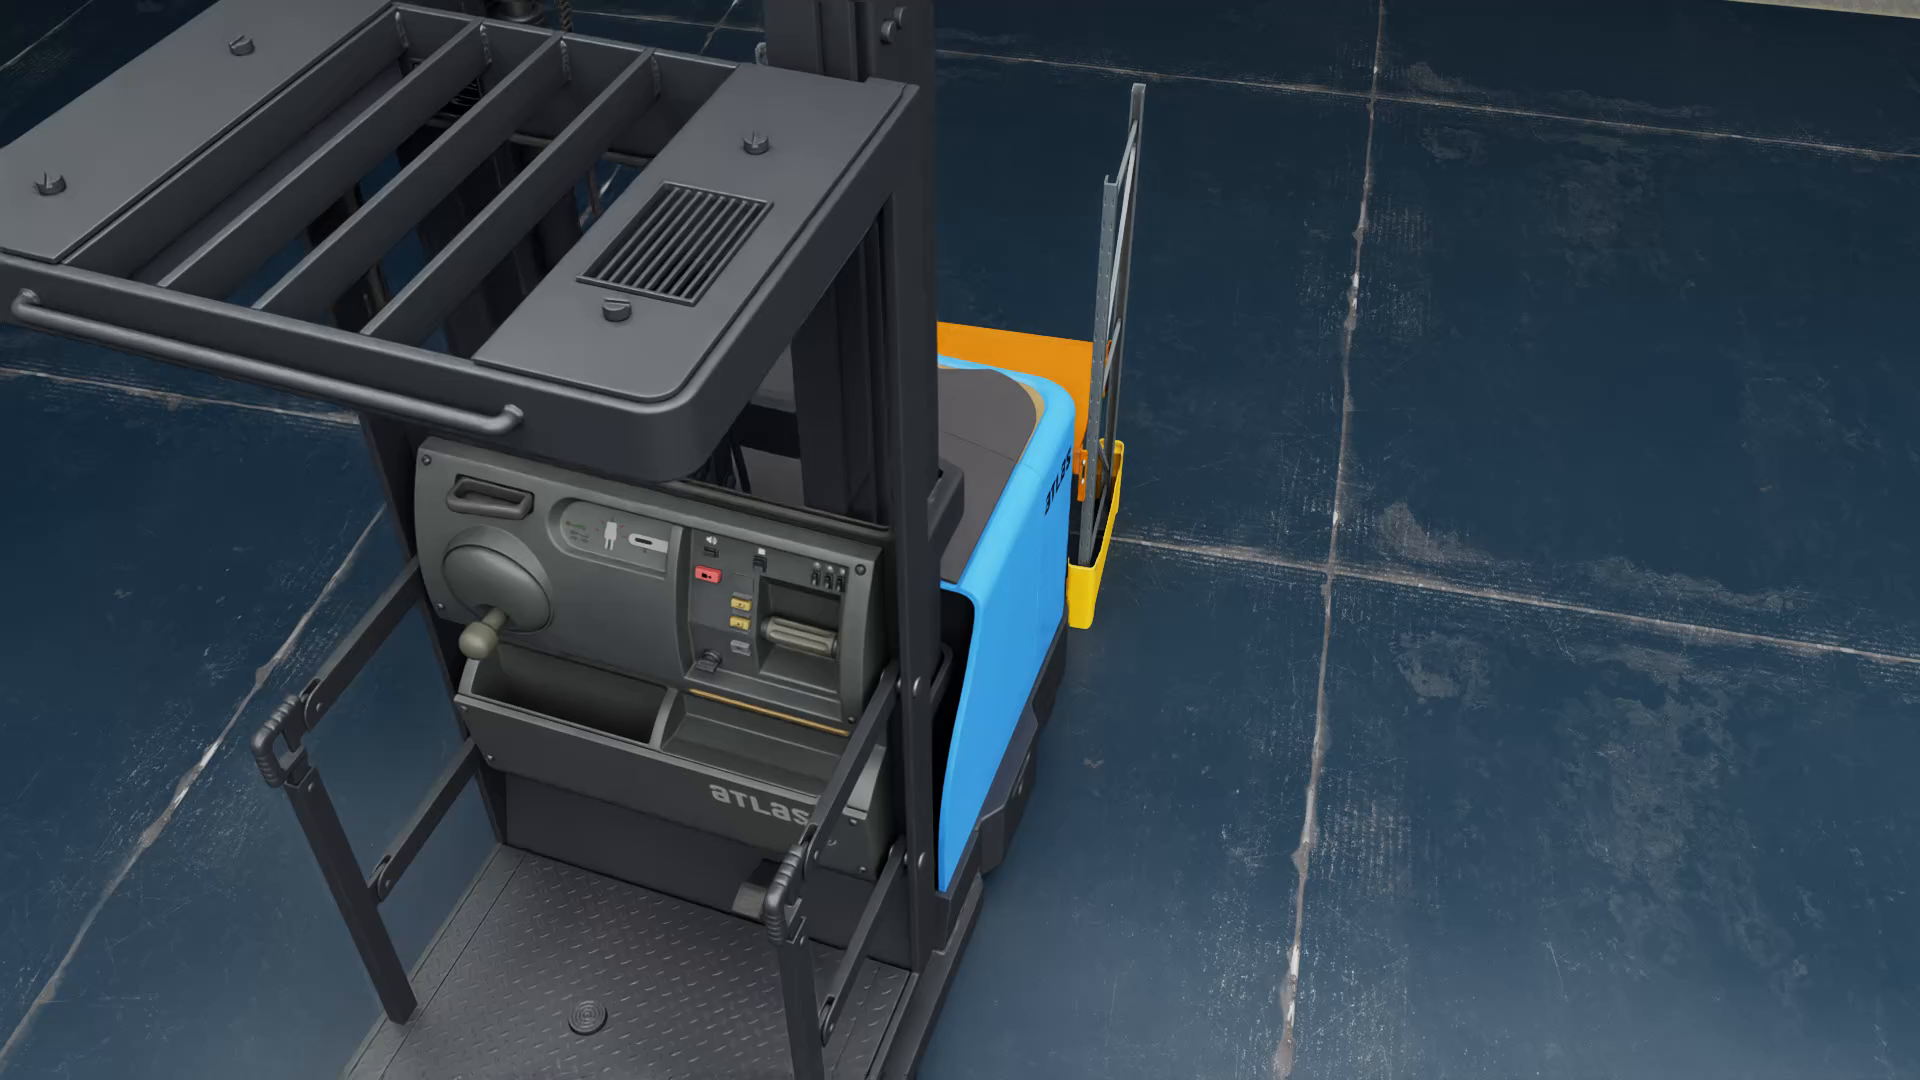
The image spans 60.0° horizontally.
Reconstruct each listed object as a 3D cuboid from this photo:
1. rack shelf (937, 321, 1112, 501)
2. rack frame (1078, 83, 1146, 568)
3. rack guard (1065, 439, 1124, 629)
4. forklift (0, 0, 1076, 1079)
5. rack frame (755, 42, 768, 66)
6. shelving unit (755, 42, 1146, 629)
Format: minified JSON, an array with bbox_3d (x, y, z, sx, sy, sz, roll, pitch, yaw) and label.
[{"bbox_3d":[-0.083,-0.424,4.868,1.000,0.185,0.538,9,45,9],"label":"rack shelf"},{"bbox_3d":[0.413,-0.476,4.663,0.032,1.500,0.500,9,45,9],"label":"rack frame"},{"bbox_3d":[0.412,-0.026,5.097,0.087,0.250,0.587,9,45,9],"label":"rack guard"},{"bbox_3d":[-0.668,0.182,2.948,1.130,2.935,3.031,14,46,14],"label":"forklift"},{"bbox_3d":[-0.579,-0.630,4.823,0.032,1.500,0.500,9,45,9],"label":"rack frame"},{"bbox_3d":[-0.074,-0.552,4.742,1.083,1.500,0.587,9,45,9],"label":"shelving unit"}]
